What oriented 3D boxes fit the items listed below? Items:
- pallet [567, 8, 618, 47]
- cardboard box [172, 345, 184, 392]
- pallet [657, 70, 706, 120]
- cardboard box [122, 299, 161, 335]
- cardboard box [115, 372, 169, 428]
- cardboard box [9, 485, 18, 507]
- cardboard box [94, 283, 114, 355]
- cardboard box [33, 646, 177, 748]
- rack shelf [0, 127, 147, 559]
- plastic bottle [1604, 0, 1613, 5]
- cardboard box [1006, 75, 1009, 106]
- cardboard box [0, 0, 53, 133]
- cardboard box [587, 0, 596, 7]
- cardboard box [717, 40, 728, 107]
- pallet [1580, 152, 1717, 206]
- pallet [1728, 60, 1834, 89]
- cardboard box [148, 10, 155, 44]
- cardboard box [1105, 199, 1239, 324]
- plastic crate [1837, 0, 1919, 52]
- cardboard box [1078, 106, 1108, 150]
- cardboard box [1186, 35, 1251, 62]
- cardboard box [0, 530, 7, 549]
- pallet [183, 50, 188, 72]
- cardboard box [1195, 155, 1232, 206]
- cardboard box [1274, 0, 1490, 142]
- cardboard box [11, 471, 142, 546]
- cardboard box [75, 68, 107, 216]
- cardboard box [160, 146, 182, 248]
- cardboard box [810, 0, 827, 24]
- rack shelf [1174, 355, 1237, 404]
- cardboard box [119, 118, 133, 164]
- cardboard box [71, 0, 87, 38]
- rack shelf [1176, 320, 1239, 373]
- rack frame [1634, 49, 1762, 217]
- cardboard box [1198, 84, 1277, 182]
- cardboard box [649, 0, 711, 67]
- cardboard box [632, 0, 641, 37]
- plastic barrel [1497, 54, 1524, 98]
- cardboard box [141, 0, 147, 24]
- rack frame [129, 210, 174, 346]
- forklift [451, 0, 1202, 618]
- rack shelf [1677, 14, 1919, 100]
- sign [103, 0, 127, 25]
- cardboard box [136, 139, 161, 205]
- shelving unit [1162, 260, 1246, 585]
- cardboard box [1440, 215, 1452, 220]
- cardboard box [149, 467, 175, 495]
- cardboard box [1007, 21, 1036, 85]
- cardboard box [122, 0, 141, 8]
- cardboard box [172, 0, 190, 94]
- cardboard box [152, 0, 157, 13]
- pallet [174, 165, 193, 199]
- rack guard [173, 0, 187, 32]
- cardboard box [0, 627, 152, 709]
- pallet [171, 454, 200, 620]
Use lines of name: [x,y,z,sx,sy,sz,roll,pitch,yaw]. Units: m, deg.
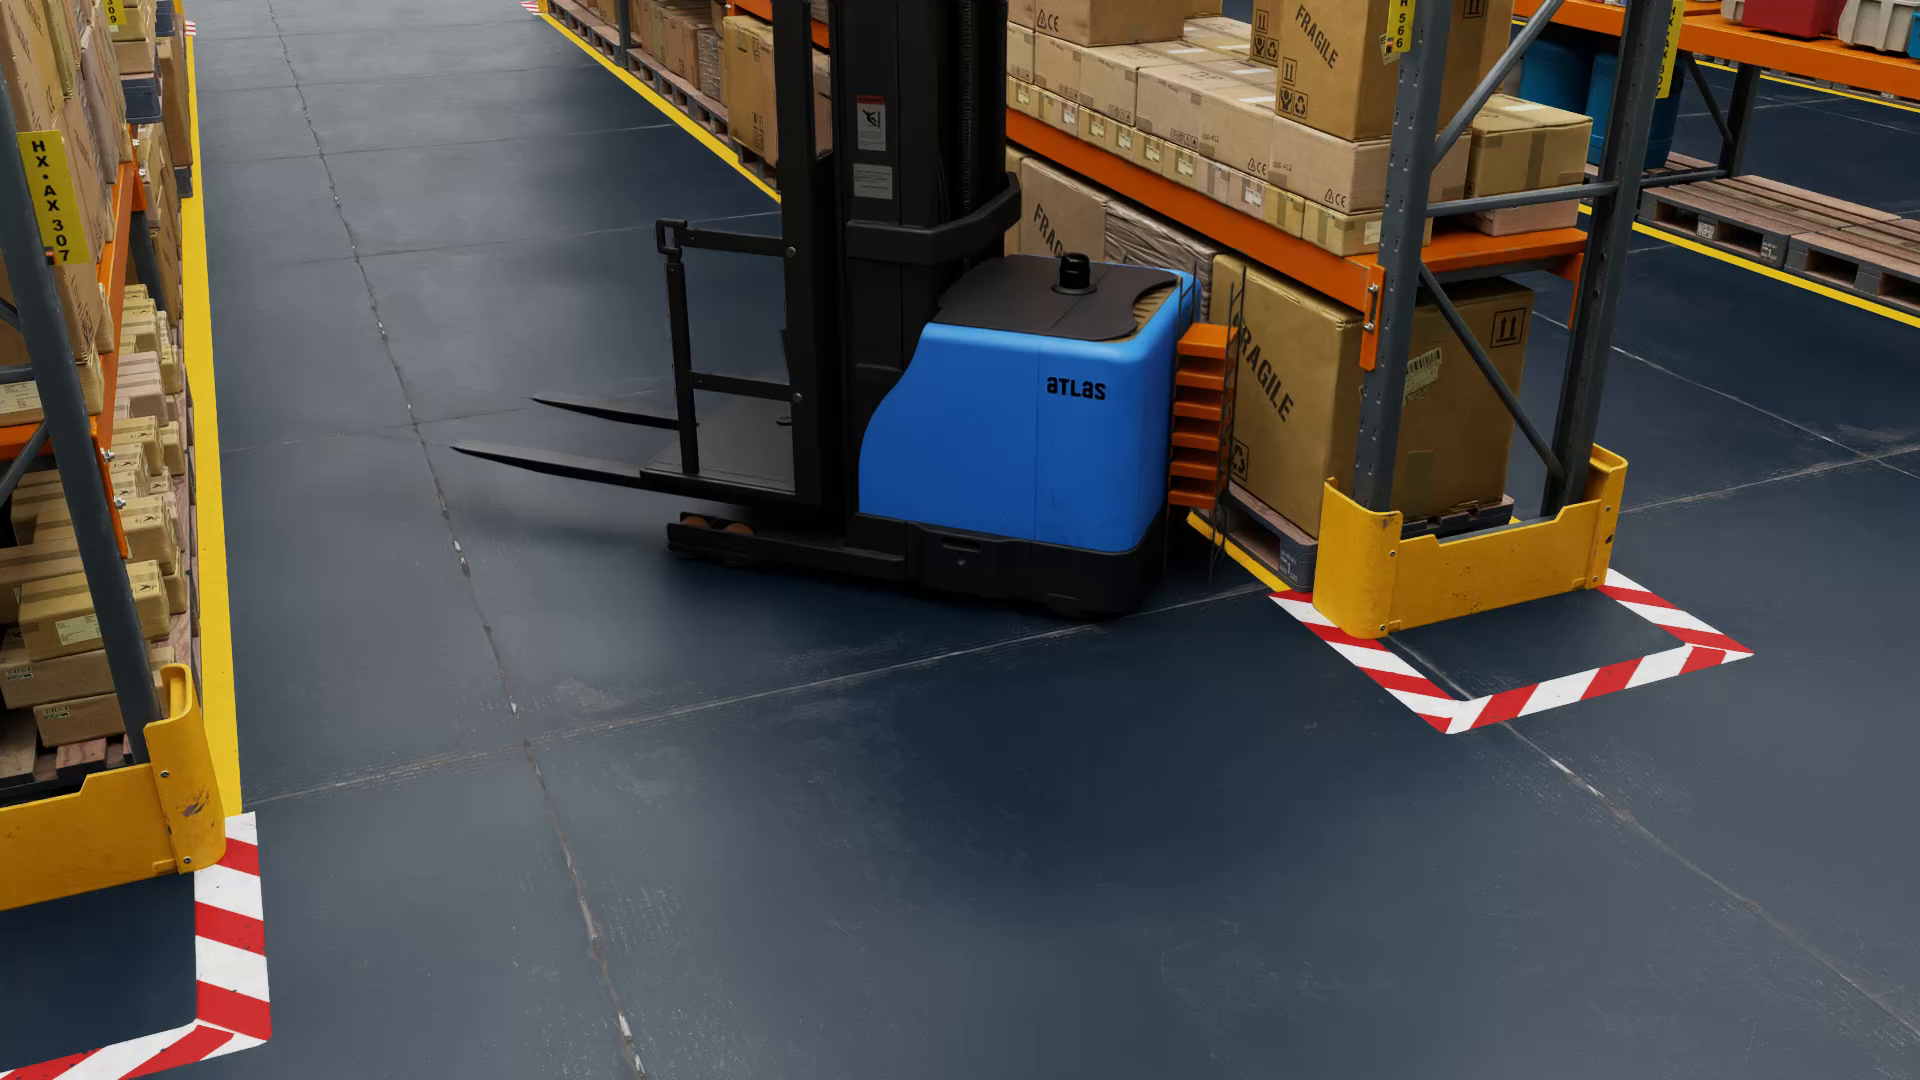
pallet: [-3.578,-5.507,17.789,1.003,0.211,1.213,-11,28,-21]
cardboard box: [-3.805,-0.769,7.677,0.380,0.149,0.250,-10,28,-20]
pallet: [-2.013,-3.942,14.583,1.003,0.211,1.213,-11,28,-21]
cardboard box: [-3.756,-0.941,7.351,0.380,0.149,0.250,-10,28,-20]
cardboard box: [-3.314,-0.523,6.495,0.380,0.149,0.250,-12,28,-22]
cardboard box: [-3.243,-0.162,6.095,0.380,0.149,0.250,-9,27,-18]
cardboard box: [-2.724,-0.634,4.916,0.380,0.149,0.250,-11,28,-22]
cardboard box: [-2.616,0.480,5.120,0.380,0.149,0.250,-10,28,-20]
rack shelf: [-3.488,-0.830,5.852,1.077,0.370,4.000,-11,28,-21]
plastic bottle: [4.367,-3.680,11.095,0.097,0.201,0.097,0,26,0]
cardboard box: [0.348,-2.271,8.268,0.380,0.149,0.250,-10,28,-19]
cardboard box: [-2.637,-1.201,4.198,0.500,0.500,0.500,-11,28,-21]
cardboard box: [-3.873,-6.192,18.384,0.500,0.500,0.500,-3,26,-7]
cardboard box: [-1.516,-3.729,13.316,0.700,0.500,0.500,-12,29,-23]
pallet: [4.625,-2.689,12.017,1.003,0.211,1.213,-11,28,-21]
pallet: [8.139,-4.527,15.781,1.003,0.211,1.213,-11,28,-21]
cardboard box: [-4.308,-2.589,8.441,0.380,0.149,0.250,-10,28,-20]
cardboard box: [1.218,-1.004,7.330,0.875,0.875,0.875,-11,28,-21]
plastic crate: [5.318,-2.949,9.438,0.437,0.282,0.530,-11,28,-21]
cardboard box: [0.753,-1.854,7.415,0.380,0.149,0.250,-11,28,-22]
cardboard box: [1.346,-2.086,7.436,0.500,0.250,0.500,-11,28,-22]
cardboard box: [-3.390,0.113,5.532,0.380,0.149,0.250,-11,28,-21]
pallet: [-7.630,-4.258,15.230,1.003,0.211,1.213,-11,28,-21]
cardboard box: [1.158,-1.440,6.566,0.380,0.149,0.250,-10,28,-20]
cardboard box: [1.466,-1.712,5.816,0.500,0.500,0.500,-10,28,-20]
cardboard box: [-2.970,-0.091,5.611,0.380,0.149,0.250,-12,28,-23]
cardboard box: [-3.245,-1.370,5.684,0.500,0.500,0.500,-11,28,-22]
cardboard box: [-4.918,-2.000,9.797,0.500,0.500,0.500,-12,28,-23]
cardboard box: [-0.693,-3.573,10.535,0.500,0.500,0.500,-10,28,-20]
rack shelf: [0.916,-0.606,6.177,0.180,0.103,0.258,9,27,18]
cardboard box: [-3.743,-1.688,7.074,0.380,0.149,0.250,-11,28,-22]
cardboard box: [-3.444,-2.029,5.894,0.500,0.500,0.500,-10,28,-19]
rack shelf: [0.916,-0.713,6.124,0.180,0.103,0.258,9,27,18]
rack frame: [4.889,-3.624,10.753,1.000,3.000,0.127,-11,28,-21]
cardboard box: [1.266,-1.579,6.397,0.500,0.250,0.500,-11,28,-21]
cardboard box: [-2.411,-4.629,15.160,0.700,0.500,0.500,-11,28,-21]
cardboard box: [-2.921,-5.236,16.425,0.500,0.500,0.500,-11,28,-22]
plastic barrel: [4.276,-3.446,12.746,0.421,0.512,0.421,0,26,0]
cardboard box: [-4.106,-2.513,7.947,0.380,0.149,0.250,-11,28,-22]
rack frame: [-4.272,-1.961,7.348,1.000,3.000,0.127,-11,28,-21]
forklift: [-0.626,-1.419,6.315,3.031,2.935,1.130,9,27,18]
rack shelf: [5.672,-2.493,9.257,1.077,0.370,4.000,-11,28,-21]
sign: [-3.775,-2.446,7.355,0.100,0.325,0.005,-11,28,-21]
cardboard box: [-4.529,-1.922,8.783,0.500,0.250,0.500,-10,28,-19]
shelving unit: [0.916,-0.430,6.263,0.189,1.200,0.258,9,27,18]
cardboard box: [1.961,-1.348,6.379,0.380,0.149,0.250,-11,28,-21]
cardboard box: [-3.234,-0.143,6.394,0.380,0.149,0.250,-11,28,-21]
cardboard box: [0.465,-2.402,8.084,0.500,0.250,0.500,-11,28,-21]
cardboard box: [-4.003,-2.542,7.668,0.380,0.149,0.250,-9,27,-18]
cardboard box: [-7.079,-4.133,13.882,1.050,0.750,0.750,-11,28,-21]
cardboard box: [-4.724,-3.013,9.310,0.380,0.149,0.250,-10,28,-19]
pallet: [-6.078,-2.654,11.945,1.003,0.211,1.213,-11,28,-21]
rack guard: [-8.980,-5.692,17.838,1.175,0.500,0.348,-11,28,-21]
cardboard box: [-2.674,0.357,5.032,0.380,0.149,0.250,-9,28,-18]
pallet: [-3.494,0.050,6.406,1.003,0.211,1.213,-11,28,-21]
